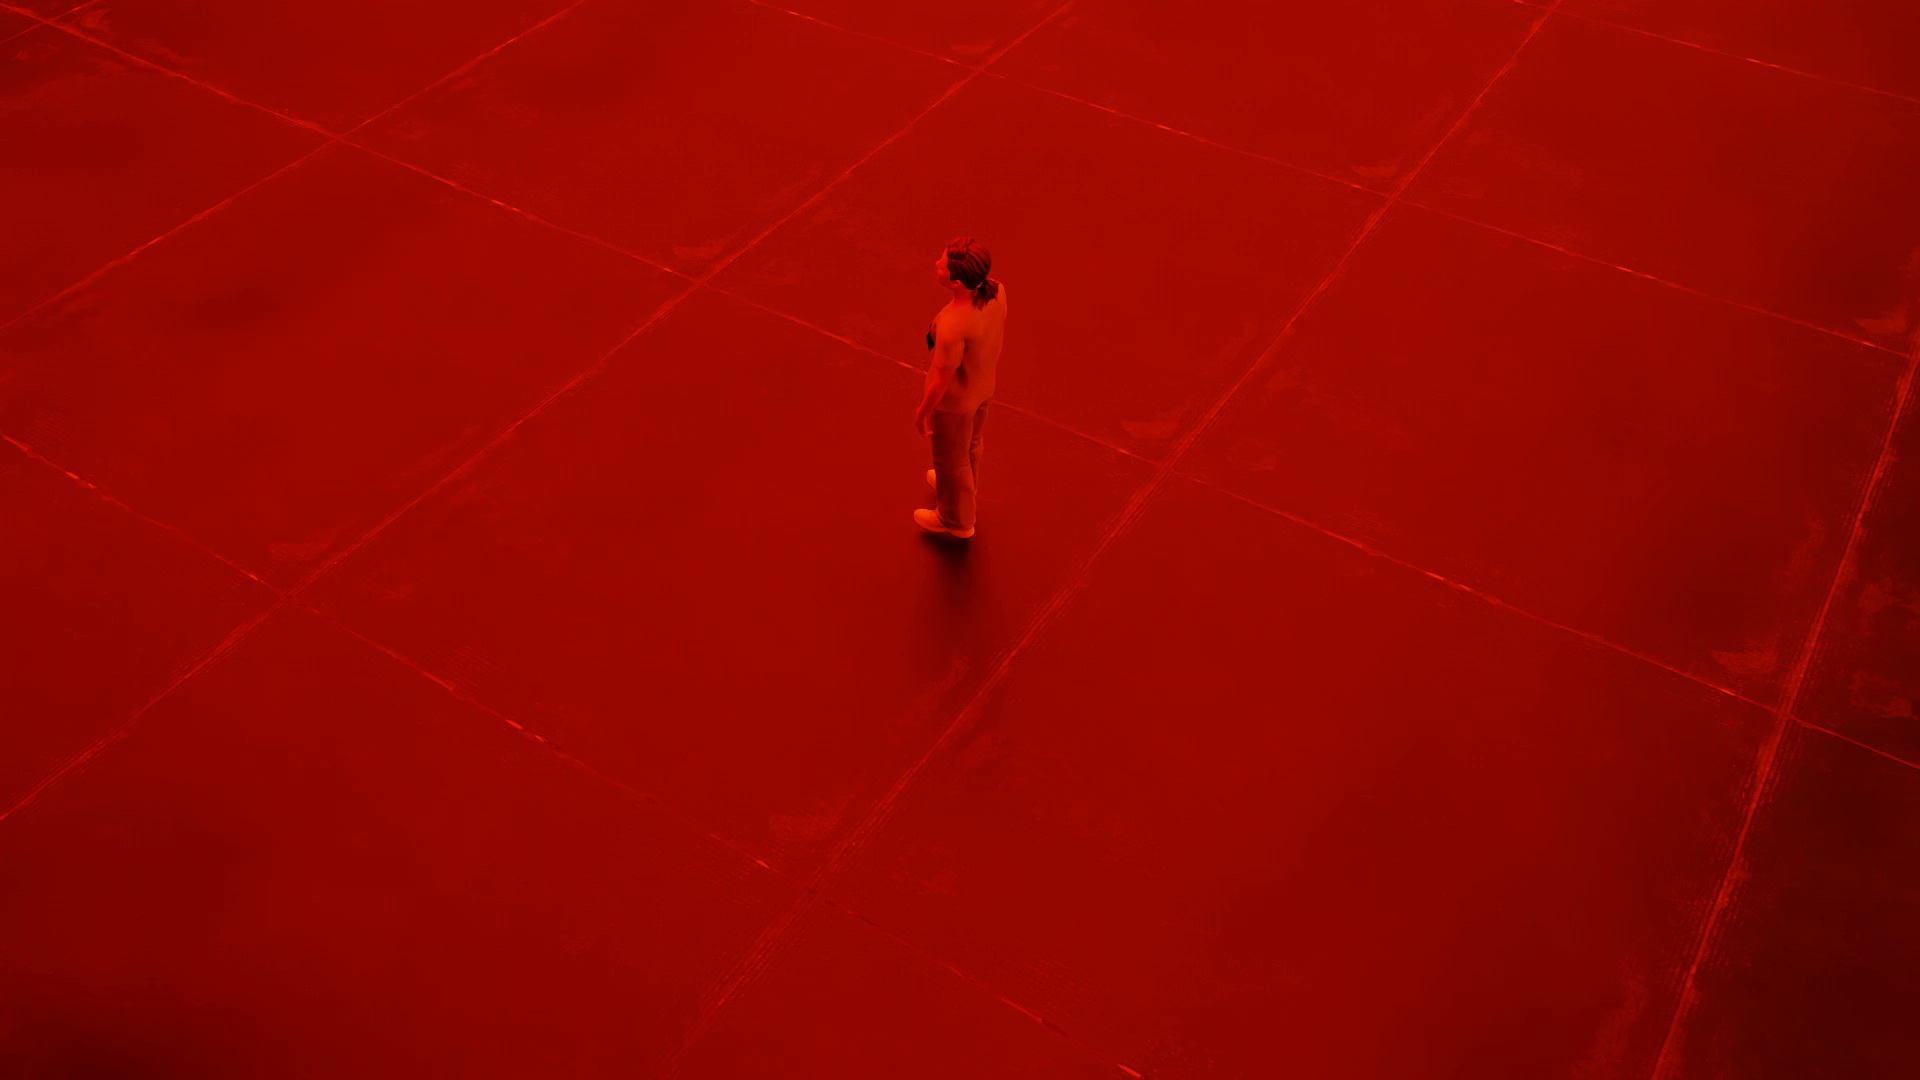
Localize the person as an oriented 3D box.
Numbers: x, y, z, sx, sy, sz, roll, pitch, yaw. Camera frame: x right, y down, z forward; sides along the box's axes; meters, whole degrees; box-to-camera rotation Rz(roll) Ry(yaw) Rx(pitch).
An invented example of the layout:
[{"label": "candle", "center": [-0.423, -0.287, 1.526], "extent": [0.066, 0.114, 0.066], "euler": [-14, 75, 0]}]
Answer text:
[{"label": "person", "center": [-0.054, -0.678, 7.406], "extent": [0.549, 1.675, 0.549], "euler": [24, 48, 23]}]
